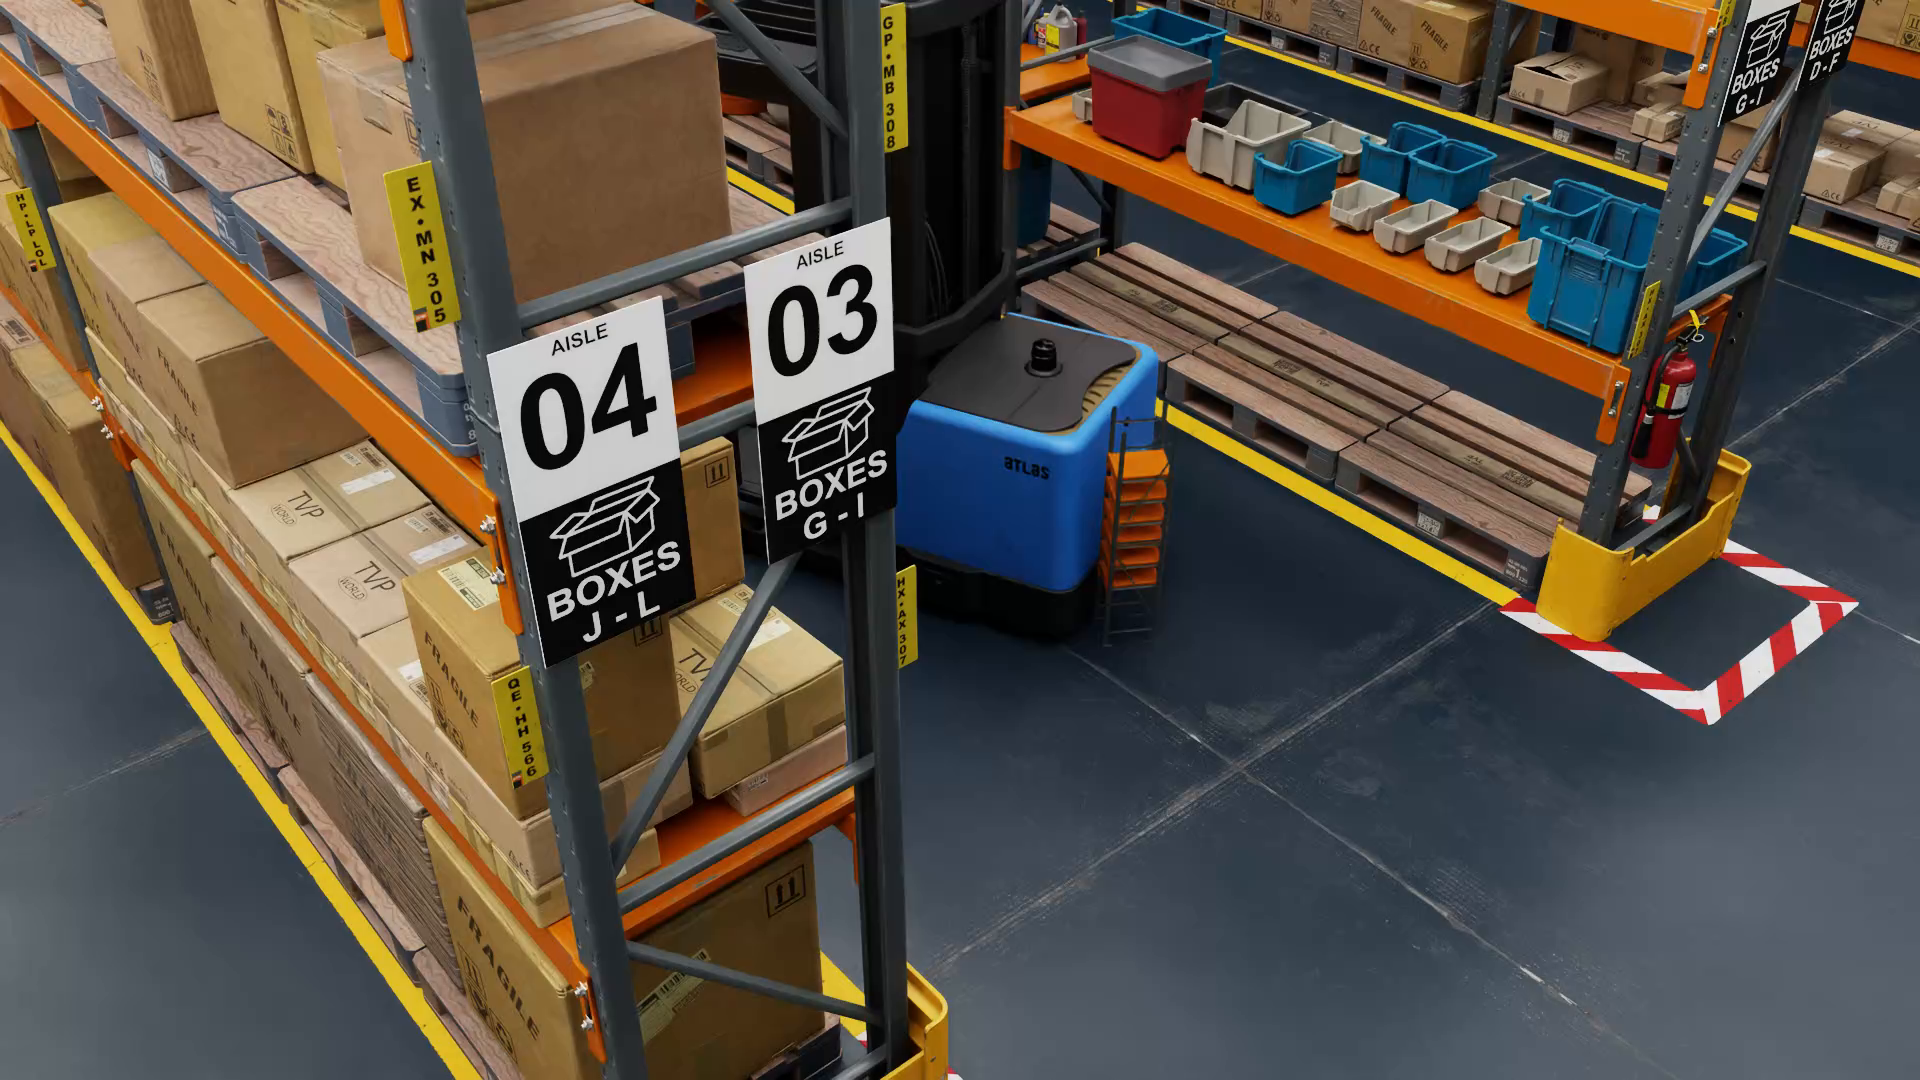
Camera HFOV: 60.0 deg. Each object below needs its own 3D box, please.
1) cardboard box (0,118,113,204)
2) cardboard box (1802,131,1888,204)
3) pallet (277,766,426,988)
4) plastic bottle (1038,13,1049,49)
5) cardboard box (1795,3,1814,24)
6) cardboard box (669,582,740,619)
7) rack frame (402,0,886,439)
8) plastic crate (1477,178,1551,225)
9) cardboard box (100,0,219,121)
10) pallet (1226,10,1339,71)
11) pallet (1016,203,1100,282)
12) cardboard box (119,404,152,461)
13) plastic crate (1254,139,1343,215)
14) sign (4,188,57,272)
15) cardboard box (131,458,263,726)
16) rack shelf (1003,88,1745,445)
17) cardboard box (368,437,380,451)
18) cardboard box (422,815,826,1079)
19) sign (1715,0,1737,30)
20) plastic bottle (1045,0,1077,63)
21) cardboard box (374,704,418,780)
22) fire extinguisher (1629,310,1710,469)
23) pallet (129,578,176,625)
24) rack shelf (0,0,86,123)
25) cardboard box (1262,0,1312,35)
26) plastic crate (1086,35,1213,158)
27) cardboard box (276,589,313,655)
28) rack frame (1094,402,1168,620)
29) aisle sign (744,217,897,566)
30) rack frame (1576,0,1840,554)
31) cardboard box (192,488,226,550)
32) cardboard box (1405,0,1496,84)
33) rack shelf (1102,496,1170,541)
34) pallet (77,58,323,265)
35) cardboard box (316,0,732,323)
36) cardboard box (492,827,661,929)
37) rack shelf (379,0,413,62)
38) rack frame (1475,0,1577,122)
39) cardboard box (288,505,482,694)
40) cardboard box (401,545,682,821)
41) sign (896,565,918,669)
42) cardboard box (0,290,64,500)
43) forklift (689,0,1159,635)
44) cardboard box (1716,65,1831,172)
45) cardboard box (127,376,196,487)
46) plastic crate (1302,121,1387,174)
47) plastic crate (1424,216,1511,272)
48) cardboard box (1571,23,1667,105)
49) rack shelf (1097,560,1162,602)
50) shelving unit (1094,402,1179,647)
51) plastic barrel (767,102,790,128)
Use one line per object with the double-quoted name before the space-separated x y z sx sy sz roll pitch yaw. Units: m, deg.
"cardboard box" -3.585 -1.688 7.084 0.797 0.503 0.637 -27 43 -33
"cardboard box" 5.855 -2.522 11.214 0.500 0.250 0.500 -26 43 -32
"pallet" -1.944 1.083 6.538 1.003 0.211 1.213 -26 43 -32
"plastic bottle" 0.532 -3.149 10.273 0.097 0.201 0.097 0 35 0
"cardboard box" 5.507 -3.696 10.786 0.500 0.500 0.500 -27 43 -32
"cardboard box" -1.029 0.207 5.234 0.500 0.250 0.500 -27 43 -32
"rack frame" -0.585 -1.641 2.781 1.000 3.000 0.127 -26 43 -32
"plastic crate" 2.709 -1.661 8.176 0.250 0.136 0.298 -26 43 -32
"cardboard box" -2.043 -1.590 4.768 0.700 0.500 0.500 -24 42 -30
"pallet" 3.058 -4.398 14.277 1.003 0.211 1.213 -26 43 -32
"pallet" 0.151 -2.025 10.926 1.003 0.211 1.213 -26 43 -32
"cardboard box" -3.060 -0.486 6.558 0.380 0.149 0.250 -28 44 -33
"plastic crate" 1.677 -1.807 8.300 0.416 0.233 0.300 -26 43 -32
"sign" -3.575 -1.192 6.405 0.100 0.325 0.005 -26 43 -32
"cardboard box" -2.802 0.058 7.048 0.875 0.875 0.875 -26 43 -32
"rack shelf" 1.908 -1.630 8.578 1.077 0.370 4.000 -26 43 -32
"cardboard box" -2.016 -0.469 6.190 0.500 0.250 0.500 -25 42 -31
"cardboard box" -1.059 1.250 5.365 0.875 0.875 0.875 -26 43 -32
"sign" 2.788 -2.009 5.987 0.100 0.325 0.005 -26 43 -32
"plastic bottle" 0.611 -3.080 10.047 0.144 0.351 0.185 -26 43 -32
"cardboard box" -1.558 0.539 5.111 0.380 0.149 0.250 -25 42 -31
"fire extinguisher" 2.948 -0.620 6.920 0.296 0.674 0.183 -26 43 -32
"pallet" -3.722 -0.134 8.256 1.003 0.211 1.213 -26 43 -32
"rack shelf" -4.457 -2.772 7.596 1.077 0.370 4.000 -26 43 -32
"cardboard box" 2.900 -4.589 13.917 0.500 0.500 0.500 -28 44 -33
"plastic crate" 1.002 -2.369 8.893 0.402 0.464 0.583 -26 43 -32
"cardboard box" -2.053 0.200 5.589 0.380 0.149 0.250 -25 42 -31
"rack frame" 0.747 -0.104 7.337 0.240 1.200 0.006 -5 40 -7
"aisle sign" -0.310 -0.334 3.877 0.394 0.787 0.004 -26 43 -32
"rack frame" 3.198 -1.040 7.123 1.000 3.000 0.127 -26 43 -32
"cardboard box" -2.554 -0.141 6.072 0.380 0.149 0.250 -27 43 -32
"cardboard box" 3.866 -3.922 12.975 0.500 0.500 0.500 -26 43 -32
"rack shelf" 0.761 -0.104 7.219 0.258 0.103 0.180 -5 40 -7
"pallet" -1.864 -1.243 4.892 1.003 0.211 1.213 -26 43 -32
"cardboard box" -0.962 -0.880 3.765 0.700 0.500 0.500 -29 44 -34
"cardboard box" -1.067 0.875 4.636 0.380 0.149 0.250 -25 42 -31
"rack shelf" -1.876 -2.067 4.351 1.077 0.370 4.000 -26 43 -32
"rack frame" 4.403 -4.652 12.223 1.000 3.000 0.127 -26 43 -32
"cardboard box" -1.756 0.183 5.268 0.500 0.250 0.500 -28 44 -33
"cardboard box" -1.101 0.324 4.421 0.500 0.500 0.500 -25 43 -31
"sign" -0.158 0.217 4.531 0.100 0.325 0.005 -26 43 -32
"cardboard box" -4.172 -0.933 8.446 1.225 0.875 0.875 -28 44 -33
"forklift" -0.618 -1.357 7.630 3.031 2.935 1.130 17 39 22
"cardboard box" 5.620 -2.985 11.649 0.797 0.503 0.637 -26 43 -32
"cardboard box" -2.746 -0.493 6.223 0.500 0.250 0.500 -26 43 -32
"plastic crate" 1.970 -2.066 8.749 0.293 0.136 0.466 -26 43 -32
"plastic crate" 2.358 -1.383 7.784 0.396 0.136 0.243 -26 43 -32
"cardboard box" 4.988 -3.666 12.613 0.500 0.500 0.500 -26 43 -32
"rack shelf" 0.757 0.173 7.448 0.258 0.103 0.180 -5 40 -7
"shelving unit" 0.760 -0.046 7.267 0.258 1.200 0.189 -5 40 -7
"plastic barrel" -1.203 -3.303 12.107 0.421 0.512 0.421 0 35 0
